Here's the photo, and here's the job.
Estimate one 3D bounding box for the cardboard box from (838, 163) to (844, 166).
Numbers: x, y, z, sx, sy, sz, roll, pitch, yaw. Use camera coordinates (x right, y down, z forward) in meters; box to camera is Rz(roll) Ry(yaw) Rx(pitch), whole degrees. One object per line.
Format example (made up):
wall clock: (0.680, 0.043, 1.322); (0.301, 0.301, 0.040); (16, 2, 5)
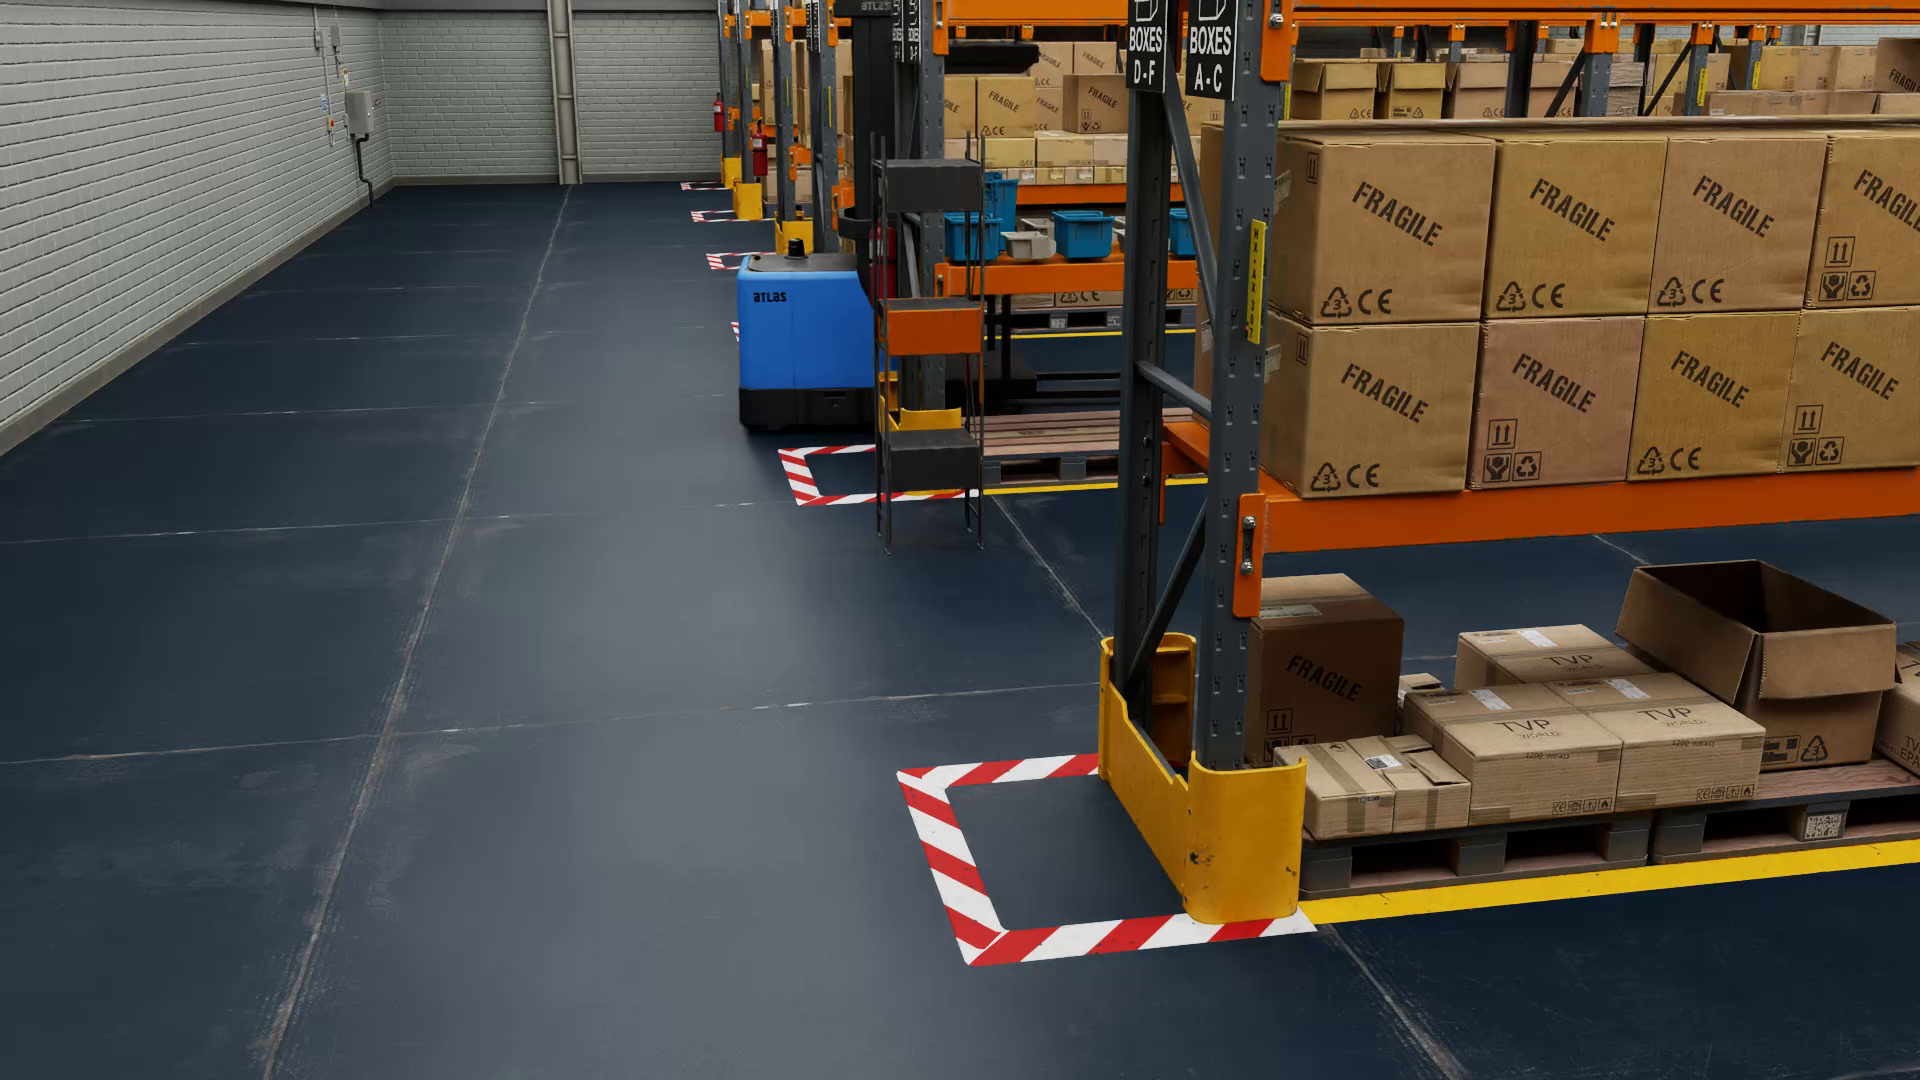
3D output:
cardboard box: (-2.002, -6.634, 28.845); (0.500, 0.500, 0.500); (-3, 17, -9)

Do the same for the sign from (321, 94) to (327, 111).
sign: (-8.643, -5.945, 22.599); (0.001, 0.218, 0.327); (-3, 17, -10)

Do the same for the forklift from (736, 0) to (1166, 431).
forklift: (0.002, -2.284, 11.255); (3.031, 2.935, 1.130); (-1, 17, -4)

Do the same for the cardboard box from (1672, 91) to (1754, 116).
cardboard box: (7.197, -4.033, 15.948); (0.500, 0.500, 0.500); (-5, 18, -17)

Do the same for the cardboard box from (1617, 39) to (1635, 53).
cardboard box: (10.199, -7.495, 25.725); (0.500, 0.500, 0.700); (-4, 17, -12)

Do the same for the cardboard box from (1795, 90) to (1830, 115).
cardboard box: (10.656, -5.534, 21.465); (0.550, 0.550, 0.875); (-3, 17, -10)

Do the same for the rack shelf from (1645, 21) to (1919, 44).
rack shelf: (8.639, -4.944, 15.917); (4.000, 0.370, 1.077); (-3, 17, -10)

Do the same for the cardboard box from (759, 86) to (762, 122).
cardboard box: (-2.636, -6.305, 24.061); (0.500, 0.500, 0.500); (-3, 17, -10)

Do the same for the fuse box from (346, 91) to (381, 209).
fuse box: (-8.847, -5.831, 24.882); (0.414, 1.711, 0.539); (-3, 17, -10)

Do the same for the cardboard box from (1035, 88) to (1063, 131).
cardboard box: (0.974, -5.009, 19.333); (0.500, 0.500, 0.500); (-4, 17, -12)

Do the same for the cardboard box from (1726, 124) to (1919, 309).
cardboard box: (2.684, -1.002, 5.092); (0.500, 0.500, 0.500); (-3, 17, -11)

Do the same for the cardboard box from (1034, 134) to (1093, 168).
cardboard box: (0.857, -3.405, 14.538); (0.500, 0.250, 0.500); (-4, 17, -12)

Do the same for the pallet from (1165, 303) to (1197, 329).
pallet: (1.986, -2.167, 15.509); (1.213, 0.211, 1.003); (-3, 17, -10)

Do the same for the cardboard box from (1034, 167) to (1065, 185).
cardboard box: (0.741, -3.188, 14.510); (0.250, 0.149, 0.380); (-4, 17, -12)

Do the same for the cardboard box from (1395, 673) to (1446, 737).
cardboard box: (1.598, 0.605, 5.810); (0.250, 0.166, 0.380); (-3, 17, -10)

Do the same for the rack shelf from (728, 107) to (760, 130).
rack shelf: (-2.041, -7.352, 28.866); (4.000, 0.370, 1.077); (-3, 17, -10)

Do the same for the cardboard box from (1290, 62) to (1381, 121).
cardboard box: (3.373, -4.085, 15.125); (0.637, 0.503, 0.797); (-4, 17, -12)

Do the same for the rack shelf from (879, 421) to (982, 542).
rack shelf: (-0.162, -0.312, 8.683); (0.480, 0.518, 0.431); (-3, 17, -10)

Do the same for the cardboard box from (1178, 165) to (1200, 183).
cardboard box: (2.005, -3.260, 14.745); (0.250, 0.149, 0.380); (-4, 17, -11)

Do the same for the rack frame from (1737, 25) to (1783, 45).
rack frame: (12.650, -7.045, 26.641); (0.127, 3.000, 1.000); (-3, 17, -10)

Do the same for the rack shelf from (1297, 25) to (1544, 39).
rack shelf: (6.759, -7.801, 25.218); (4.000, 0.370, 1.077); (-3, 17, -10)

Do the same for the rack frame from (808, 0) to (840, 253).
rack frame: (-1.180, -3.297, 14.438); (0.127, 3.000, 1.000); (-3, 17, -10)

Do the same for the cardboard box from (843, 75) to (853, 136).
cardboard box: (-0.751, -3.829, 14.642); (0.500, 0.500, 0.500); (-3, 17, -10)

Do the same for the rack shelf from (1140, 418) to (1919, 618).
rack shelf: (2.659, -0.209, 5.608); (4.000, 0.370, 1.077); (-3, 17, -10)

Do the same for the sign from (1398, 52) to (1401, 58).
sign: (7.889, -8.613, 29.908); (0.005, 0.325, 0.100); (-3, 17, -10)

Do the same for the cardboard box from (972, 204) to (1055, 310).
cardboard box: (0.327, -2.592, 15.045); (0.875, 0.875, 0.875); (-3, 17, -10)

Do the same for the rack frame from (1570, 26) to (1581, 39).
rack frame: (11.704, -8.476, 31.299); (0.127, 3.000, 1.000); (-3, 17, -10)

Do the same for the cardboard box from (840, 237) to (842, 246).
cardboard box: (-1.446, -3.508, 19.263); (0.250, 0.149, 0.380); (-3, 17, -9)

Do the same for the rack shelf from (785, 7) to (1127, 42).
rack shelf: (-0.058, -5.934, 19.140); (4.000, 0.370, 1.077); (-3, 17, -10)

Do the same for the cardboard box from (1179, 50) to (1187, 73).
cardboard box: (3.346, -6.965, 24.505); (0.500, 0.500, 0.500); (-3, 17, -10)

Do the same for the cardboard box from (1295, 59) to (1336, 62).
cardboard box: (5.281, -6.949, 24.935); (0.500, 0.500, 0.500); (-4, 17, -12)

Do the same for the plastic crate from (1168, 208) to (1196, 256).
plastic crate: (1.357, -1.810, 9.780); (0.300, 0.233, 0.416); (-3, 17, -10)

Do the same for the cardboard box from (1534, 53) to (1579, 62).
cardboard box: (7.275, -5.784, 20.661); (0.500, 0.500, 0.700); (-4, 17, -11)

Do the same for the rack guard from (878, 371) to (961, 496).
rack guard: (-0.261, -0.670, 10.140); (0.348, 0.500, 1.175); (-3, 17, -10)

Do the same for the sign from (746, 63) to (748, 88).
sign: (-2.960, -6.446, 23.079); (0.005, 0.325, 0.100); (-3, 17, -10)

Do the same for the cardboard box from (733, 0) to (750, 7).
cardboard box: (-3.518, -9.035, 27.759); (0.500, 0.250, 0.500); (-3, 17, -11)

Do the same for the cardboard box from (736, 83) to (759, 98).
cardboard box: (-3.604, -7.757, 28.708); (0.500, 0.250, 0.500); (-3, 17, -9)

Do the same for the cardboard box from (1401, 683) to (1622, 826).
cardboard box: (1.774, 0.686, 5.402); (0.500, 0.250, 0.500); (-3, 17, -10)

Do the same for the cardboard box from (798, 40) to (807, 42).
cardboard box: (-2.138, -6.946, 23.341); (0.250, 0.149, 0.380); (-3, 17, -9)

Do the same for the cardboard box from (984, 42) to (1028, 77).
cardboard box: (0.484, -5.465, 19.115); (0.500, 0.500, 0.500); (-3, 17, -9)

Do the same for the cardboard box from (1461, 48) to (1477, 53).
cardboard box: (7.638, -7.390, 25.267); (0.250, 0.149, 0.380); (-4, 17, -12)

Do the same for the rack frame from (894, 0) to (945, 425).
rack frame: (-0.240, -1.869, 9.790); (0.127, 3.000, 1.000); (-3, 17, -10)

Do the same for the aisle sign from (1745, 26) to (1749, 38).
aisle sign: (12.652, -8.381, 26.561); (0.004, 0.787, 0.394); (-3, 17, -10)

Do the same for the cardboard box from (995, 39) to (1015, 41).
cardboard box: (0.626, -7.104, 23.854); (0.250, 0.149, 0.380); (-4, 17, -12)

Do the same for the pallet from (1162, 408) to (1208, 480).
pallet: (1.772, -0.638, 10.530); (1.213, 0.211, 1.003); (-3, 17, -10)

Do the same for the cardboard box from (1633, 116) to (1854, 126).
cardboard box: (2.589, -1.158, 5.601); (0.500, 0.500, 0.500); (-3, 17, -9)

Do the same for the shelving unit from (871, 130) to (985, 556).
shelving unit: (-0.162, -0.995, 8.473); (0.503, 2.100, 0.431); (-3, 17, -10)

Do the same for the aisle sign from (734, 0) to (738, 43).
aisle sign: (-3.189, -7.482, 23.636); (0.004, 0.787, 0.394); (-3, 17, -10)

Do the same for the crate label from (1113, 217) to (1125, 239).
crate label: (1.082, -1.904, 10.250); (0.243, 0.136, 0.396); (-3, 17, -10)

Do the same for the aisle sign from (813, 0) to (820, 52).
aisle sign: (-1.194, -4.450, 13.762); (0.004, 0.787, 0.394); (-3, 17, -10)

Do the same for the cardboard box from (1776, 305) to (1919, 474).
cardboard box: (2.671, -0.523, 5.234); (0.500, 0.500, 0.500); (-3, 17, -10)
